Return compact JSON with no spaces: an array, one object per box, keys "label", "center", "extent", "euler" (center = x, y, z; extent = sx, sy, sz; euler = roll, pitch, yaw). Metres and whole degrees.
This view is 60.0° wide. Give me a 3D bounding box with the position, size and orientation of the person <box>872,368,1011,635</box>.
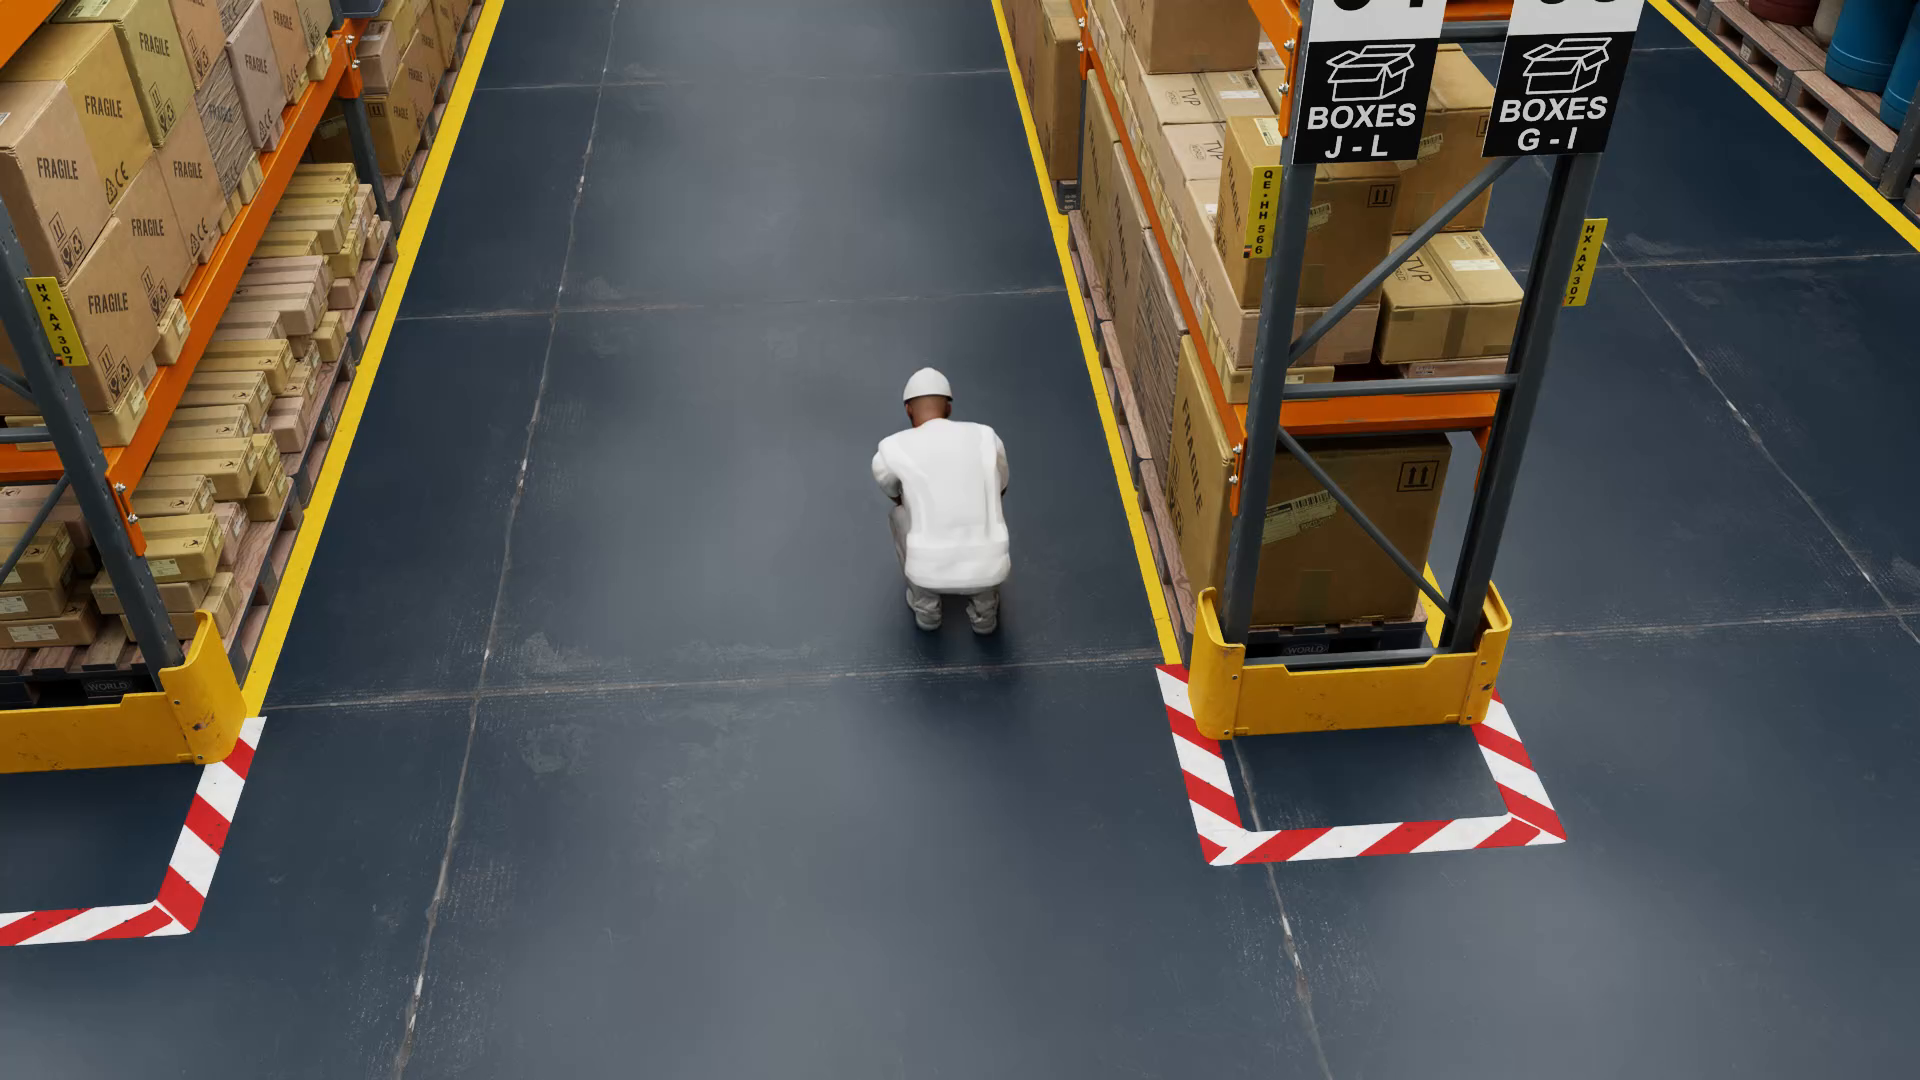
[{"label":"person","center":[-0.067,-0.149,6.939],"extent":[0.583,0.999,0.876],"euler":[-3,39,-4]}]
